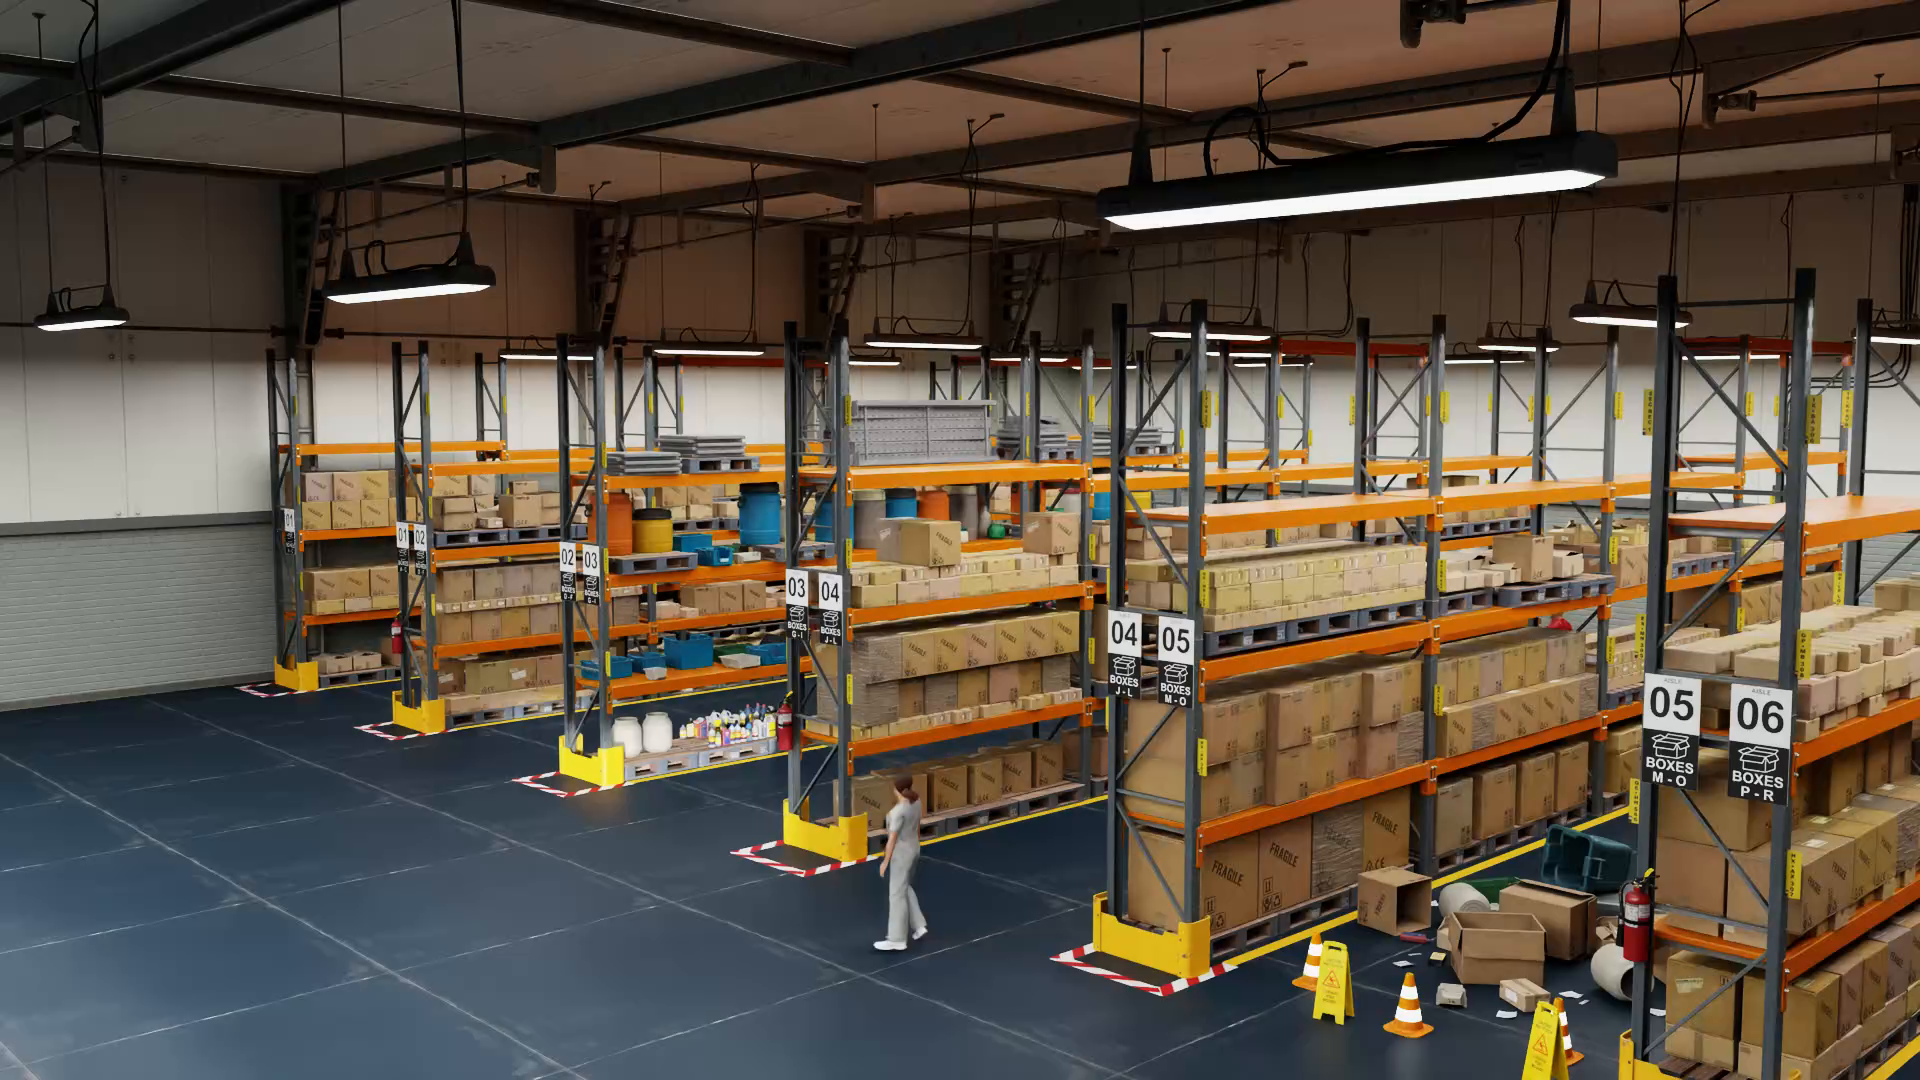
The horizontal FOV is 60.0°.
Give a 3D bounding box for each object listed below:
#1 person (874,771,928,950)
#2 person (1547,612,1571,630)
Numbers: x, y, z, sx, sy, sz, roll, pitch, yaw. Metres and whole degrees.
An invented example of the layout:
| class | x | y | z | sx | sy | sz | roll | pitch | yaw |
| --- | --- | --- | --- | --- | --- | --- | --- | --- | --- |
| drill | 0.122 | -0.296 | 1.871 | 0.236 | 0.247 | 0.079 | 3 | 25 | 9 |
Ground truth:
| class | x | y | z | sx | sy | sz | roll | pitch | yaw |
| --- | --- | --- | --- | --- | --- | --- | --- | --- | --- |
| person | -0.537 | 2.984 | 15.596 | 0.422 | 1.699 | 0.567 | 2 | 5 | 19 |
| person | 9.772 | 1.938 | 27.287 | 0.621 | 1.742 | 0.393 | -3 | 6 | -30 |
